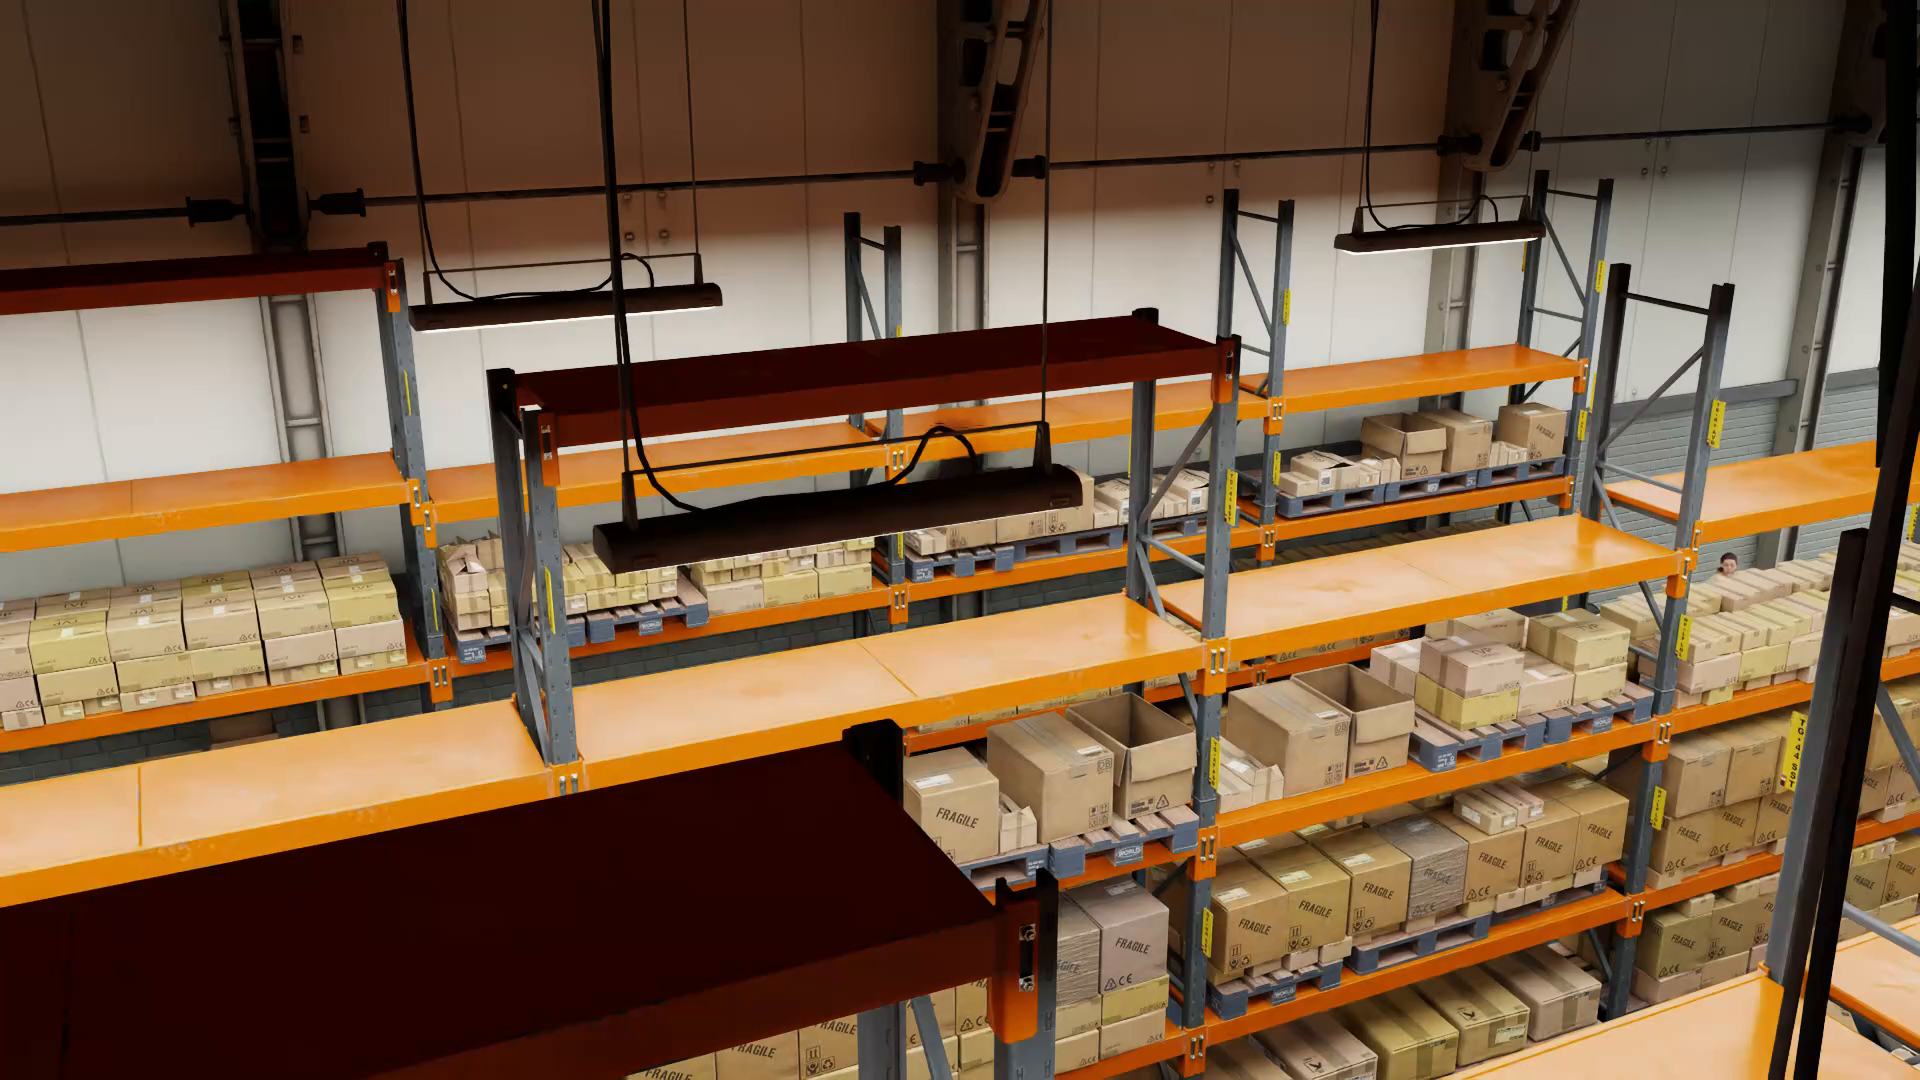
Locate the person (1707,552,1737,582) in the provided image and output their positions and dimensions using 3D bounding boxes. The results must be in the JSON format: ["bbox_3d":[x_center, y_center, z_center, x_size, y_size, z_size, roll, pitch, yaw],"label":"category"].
[{"bbox_3d":[8.875,0.974,19.340,0.494,1.683,0.503,-4,19,-11],"label":"person"}]
